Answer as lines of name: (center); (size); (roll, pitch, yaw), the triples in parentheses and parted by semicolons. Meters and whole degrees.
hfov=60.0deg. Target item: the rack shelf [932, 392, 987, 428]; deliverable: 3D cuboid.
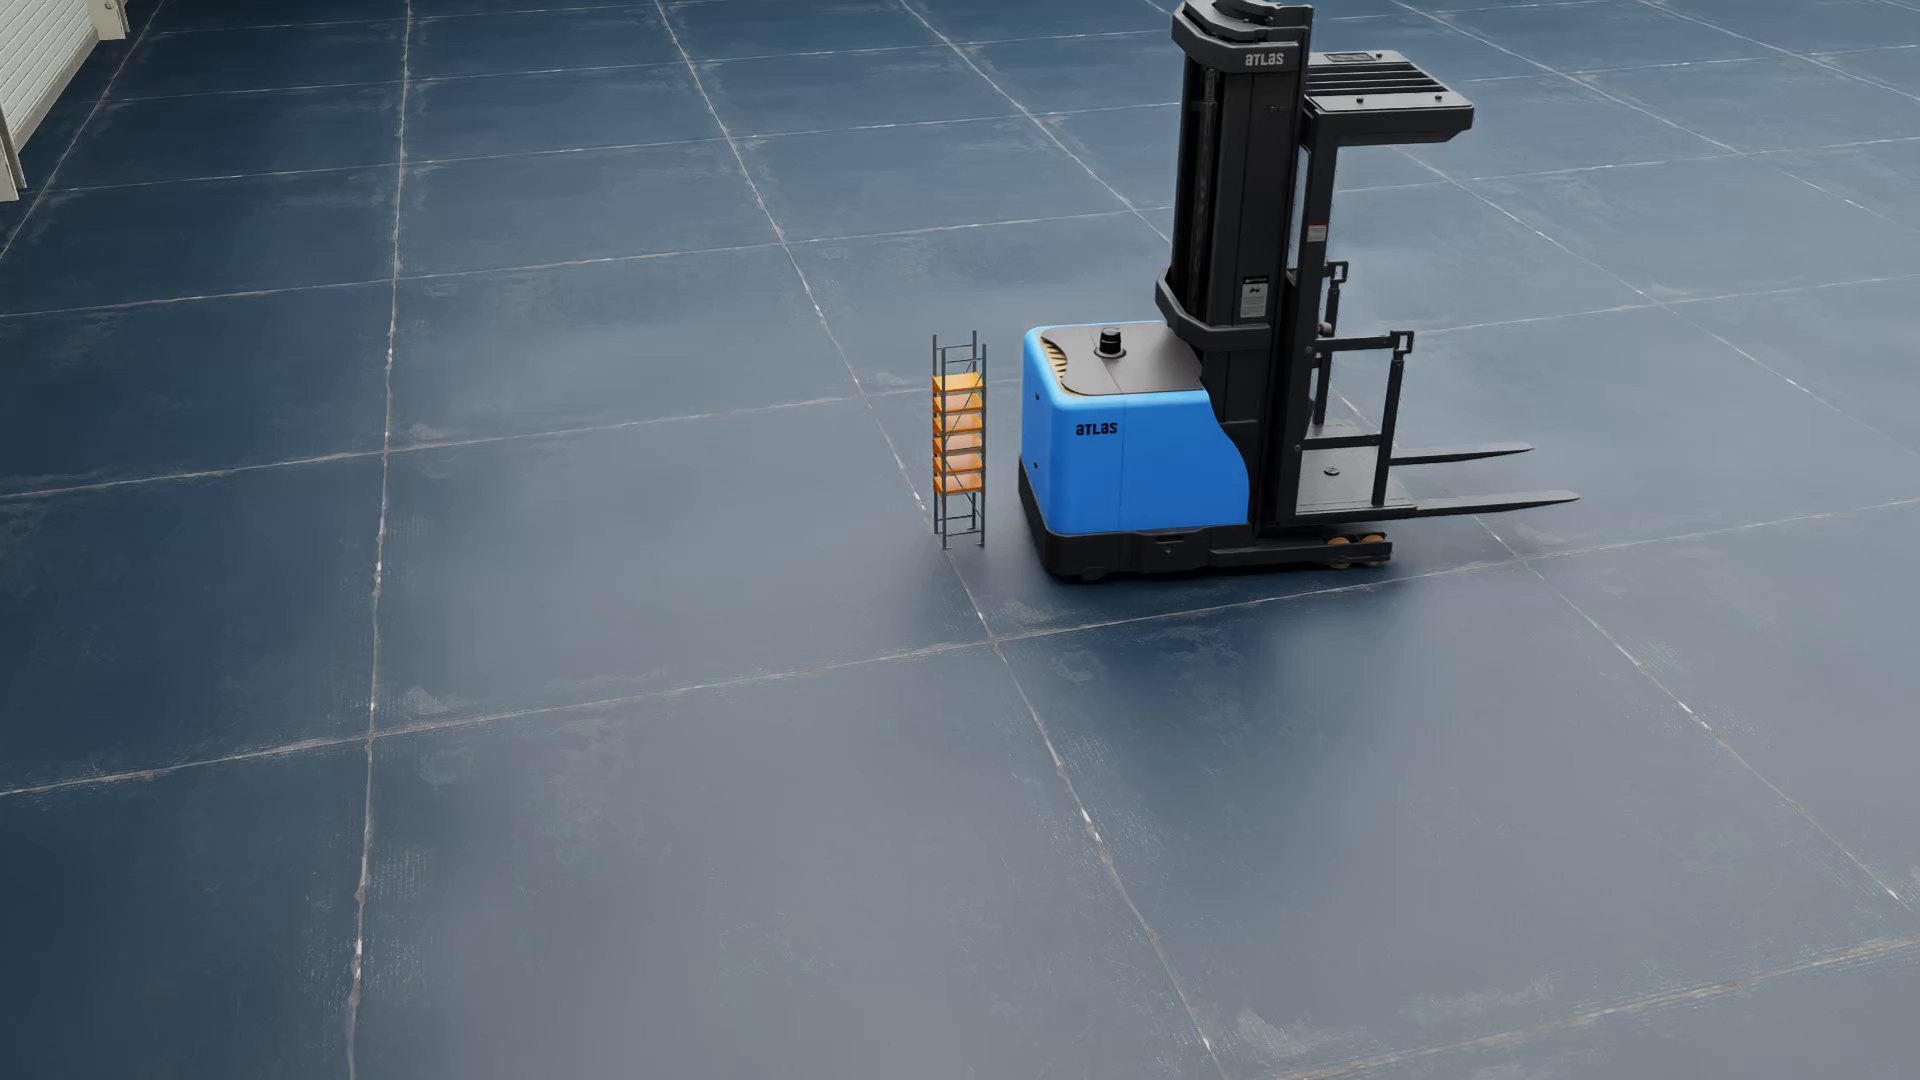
rack shelf: (-0.004, -0.696, 8.864); (0.258, 0.103, 0.180); (-8, 31, -13)

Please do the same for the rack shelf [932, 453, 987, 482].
rack shelf: (-0.004, -0.384, 9.044); (0.258, 0.103, 0.180); (-8, 31, -13)

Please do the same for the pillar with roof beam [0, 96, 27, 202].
pillar with roof beam: (-4.154, -7.463, 13.161); (9.100, 9.000, 0.400); (-8, 31, -13)

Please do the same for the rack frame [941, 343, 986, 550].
rack frame: (0.020, -0.482, 8.885); (0.240, 1.200, 0.006); (-8, 31, -13)

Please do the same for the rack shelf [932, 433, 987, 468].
rack shelf: (-0.004, -0.488, 8.984); (0.258, 0.103, 0.180); (-8, 31, -13)

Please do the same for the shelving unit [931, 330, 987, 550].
shelving unit: (-0.004, -0.526, 8.962); (0.258, 1.200, 0.189); (-8, 31, -13)

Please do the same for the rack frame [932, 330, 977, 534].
rack frame: (-0.028, -0.570, 9.038); (0.240, 1.200, 0.006); (-8, 31, -13)

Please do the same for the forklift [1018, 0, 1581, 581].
forklift: (1.894, -1.373, 8.696); (3.031, 2.935, 1.130); (-4, 30, -7)

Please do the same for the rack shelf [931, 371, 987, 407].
rack shelf: (-0.004, -0.799, 8.803); (0.258, 0.103, 0.180); (-8, 31, -13)

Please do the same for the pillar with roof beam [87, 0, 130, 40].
pillar with roof beam: (-5.747, -10.361, 18.168); (9.100, 9.000, 0.400); (-8, 31, -13)

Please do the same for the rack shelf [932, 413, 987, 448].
rack shelf: (-0.004, -0.592, 8.924); (0.258, 0.103, 0.180); (-8, 31, -13)

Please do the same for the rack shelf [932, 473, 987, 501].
rack shelf: (-0.004, -0.280, 9.104); (0.258, 0.103, 0.180); (-8, 31, -13)
